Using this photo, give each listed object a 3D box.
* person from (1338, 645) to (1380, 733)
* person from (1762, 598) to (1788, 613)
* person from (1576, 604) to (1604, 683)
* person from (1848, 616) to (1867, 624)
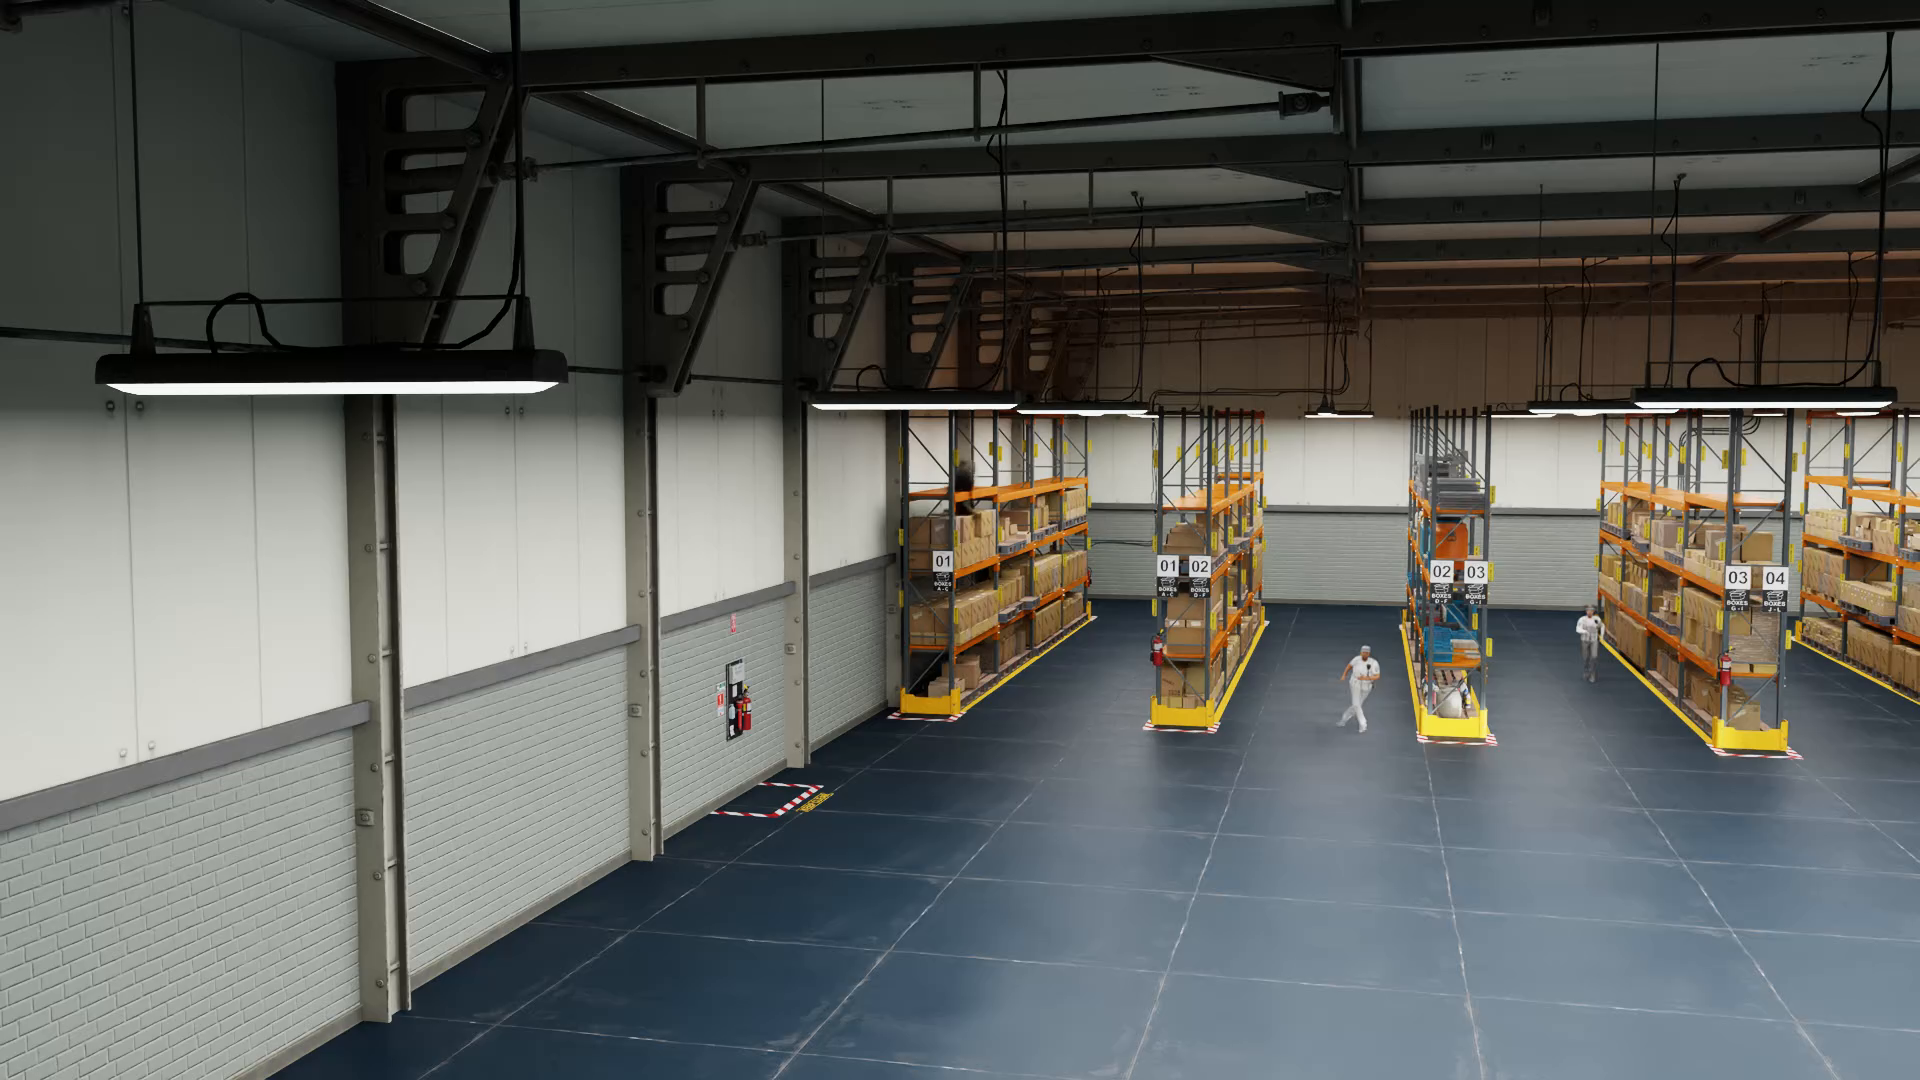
[{"bbox_3d":[7.376,2.732,30.756,0.730,1.609,0.658,1,4,11],"label":"person"},{"bbox_3d":[19.767,2.009,40.397,0.635,1.650,0.737,0,4,-3],"label":"person"},{"bbox_3d":[13.847,2.263,36.539,0.593,1.737,0.809,1,4,18],"label":"person"},{"bbox_3d":[24.204,1.659,44.952,0.827,1.734,0.573,-1,4,-16],"label":"person"}]
